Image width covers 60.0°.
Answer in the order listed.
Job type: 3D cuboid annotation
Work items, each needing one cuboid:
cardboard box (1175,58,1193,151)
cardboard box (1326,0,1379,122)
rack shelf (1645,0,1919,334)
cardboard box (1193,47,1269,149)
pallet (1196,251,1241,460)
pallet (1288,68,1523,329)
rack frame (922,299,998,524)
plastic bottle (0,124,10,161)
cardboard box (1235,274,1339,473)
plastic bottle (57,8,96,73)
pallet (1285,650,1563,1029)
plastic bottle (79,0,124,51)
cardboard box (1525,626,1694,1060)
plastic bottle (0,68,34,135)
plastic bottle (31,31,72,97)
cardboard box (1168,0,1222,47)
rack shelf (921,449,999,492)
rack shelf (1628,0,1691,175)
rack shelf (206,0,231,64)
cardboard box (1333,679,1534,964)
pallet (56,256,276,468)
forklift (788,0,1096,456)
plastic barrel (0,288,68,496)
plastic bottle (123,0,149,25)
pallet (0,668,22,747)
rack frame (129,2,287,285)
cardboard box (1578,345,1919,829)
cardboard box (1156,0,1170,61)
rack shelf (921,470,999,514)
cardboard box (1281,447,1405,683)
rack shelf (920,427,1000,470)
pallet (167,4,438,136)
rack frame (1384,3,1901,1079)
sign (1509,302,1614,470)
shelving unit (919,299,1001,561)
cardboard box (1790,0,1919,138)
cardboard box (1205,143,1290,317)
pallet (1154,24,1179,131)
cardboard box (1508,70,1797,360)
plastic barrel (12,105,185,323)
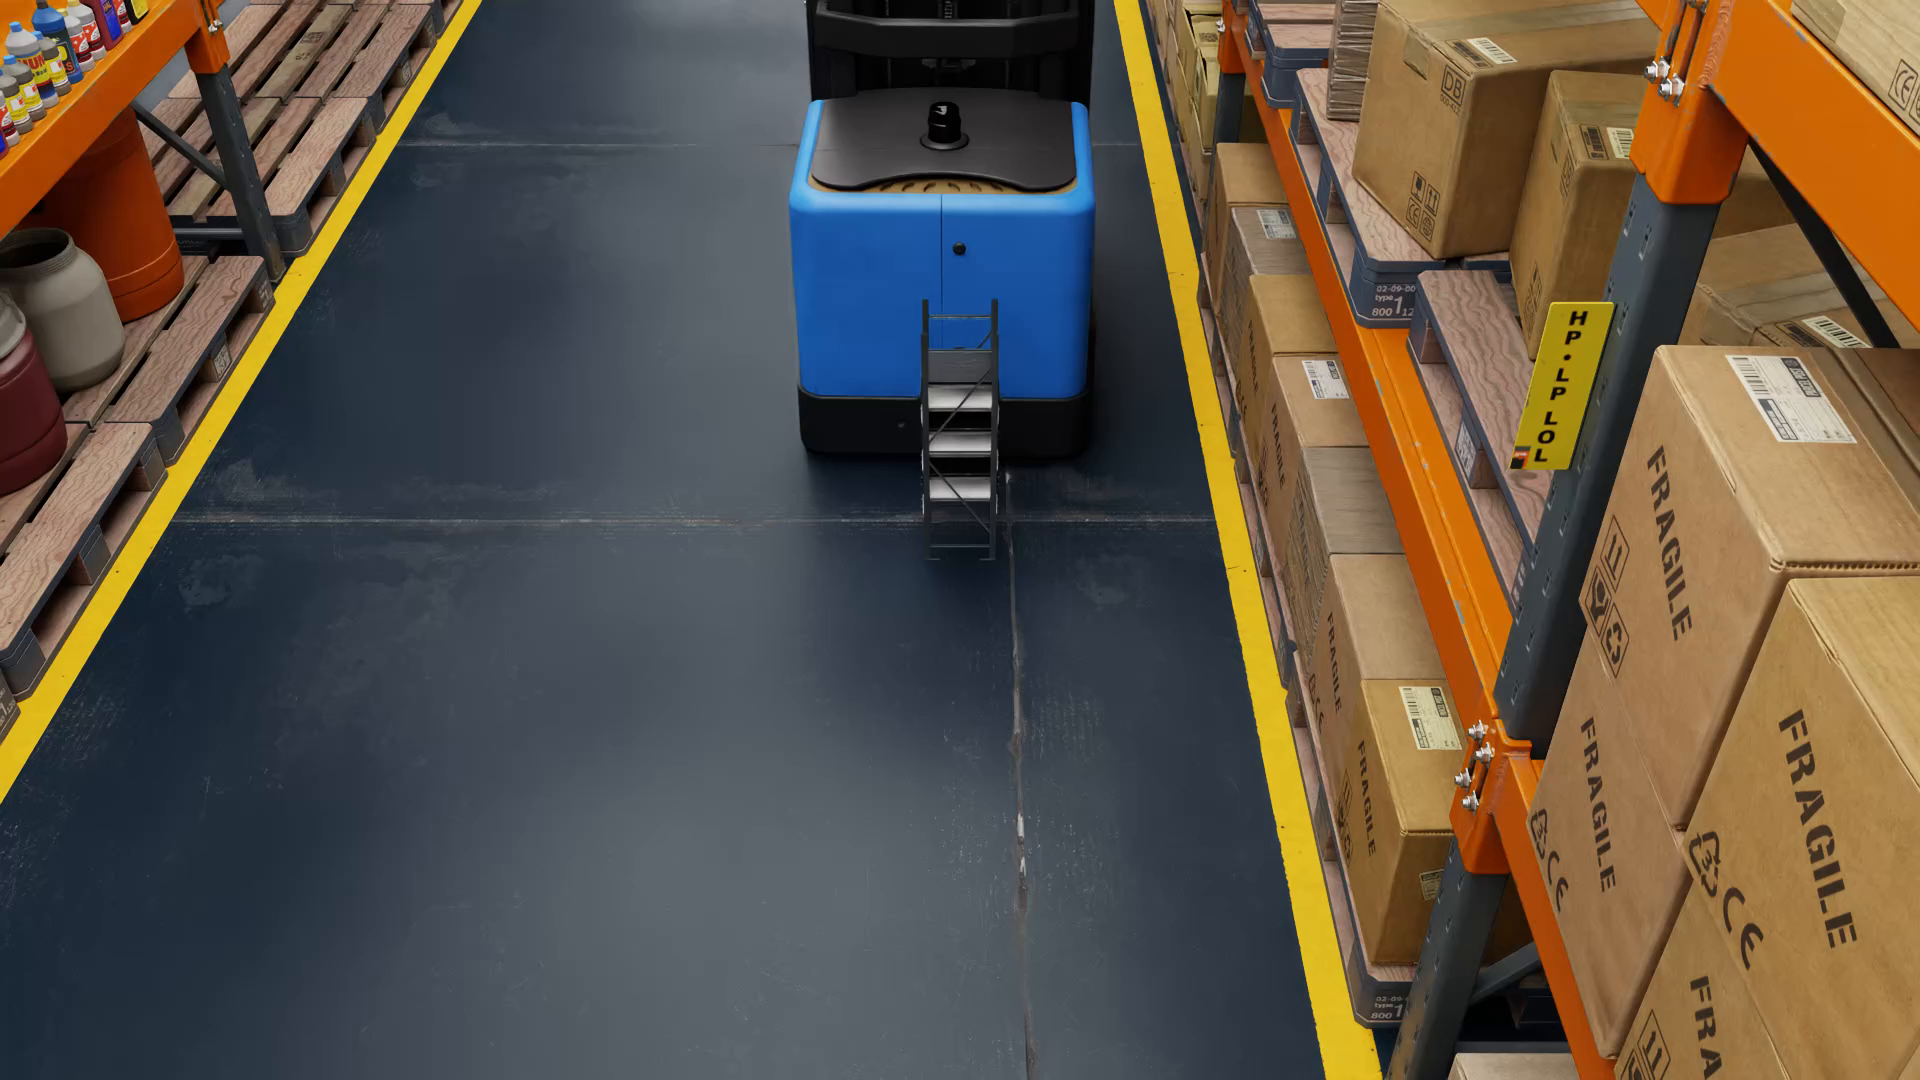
[{"bbox_3d":[1.289,-2.043,7.764,0.500,0.250,0.500,0,39,-1],"label":"cardboard box"},{"bbox_3d":[1.461,-1.538,4.855,0.700,0.500,0.500,7,39,8],"label":"cardboard box"},{"bbox_3d":[1.544,0.561,0.827,1.077,0.370,4.000,0,39,0],"label":"rack shelf"},{"bbox_3d":[1.290,-1.938,7.184,0.500,0.311,0.500,1,39,1],"label":"cardboard box"},{"bbox_3d":[1.500,-0.746,6.512,1.003,0.211,1.213,0,39,0],"label":"pallet"},{"bbox_3d":[1.544,-1.010,4.765,1.003,0.211,1.213,0,39,0],"label":"pallet"},{"bbox_3d":[0.000,-0.410,5.542,0.240,0.900,0.006,0,39,0],"label":"rack frame"},{"bbox_3d":[-2.988,-1.287,5.050,0.061,0.283,0.133,0,39,0],"label":"plastic bottle"},{"bbox_3d":[1.254,-0.571,5.711,0.500,0.500,0.500,-1,39,-1],"label":"cardboard box"},{"bbox_3d":[-3.007,-1.692,5.622,0.097,0.201,0.097,0,39,0],"label":"plastic bottle"},{"bbox_3d":[1.503,0.780,4.608,1.003,0.211,1.213,0,39,0],"label":"pallet"},{"bbox_3d":[-2.989,-1.857,5.762,0.061,0.283,0.133,0,39,0],"label":"plastic bottle"},{"bbox_3d":[1.270,0.480,2.672,0.500,0.500,0.500,1,39,1],"label":"cardboard box"},{"bbox_3d":[-3.006,-1.388,5.242,0.097,0.201,0.097,0,39,0],"label":"plastic bottle"},{"bbox_3d":[-3.007,-1.570,5.470,0.097,0.201,0.097,0,39,0],"label":"plastic bottle"},{"bbox_3d":[1.285,-2.579,7.984,0.500,0.311,0.500,0,39,0],"label":"cardboard box"},{"bbox_3d":[0.000,-0.250,5.539,0.258,0.077,0.200,0,39,0],"label":"rack shelf"},{"bbox_3d":[1.539,-1.940,3.949,1.077,0.370,4.000,0,39,0],"label":"rack shelf"},{"bbox_3d":[-3.418,-3.270,8.007,1.077,0.370,4.000,0,39,0],"label":"rack shelf"},{"bbox_3d":[1.255,0.696,4.130,0.500,0.500,0.500,0,39,0],"label":"cardboard box"},{"bbox_3d":[-3.374,-0.718,6.478,1.003,0.211,1.213,0,39,0],"label":"pallet"},{"bbox_3d":[-0.031,-2.344,6.331,1.130,2.935,3.031,1,39,1],"label":"forklift"},{"bbox_3d":[-3.397,-0.510,5.581,0.600,0.588,0.708,0,39,0],"label":"plastic barrel"},{"bbox_3d":[-2.989,-2.001,5.942,0.061,0.283,0.133,0,39,0],"label":"plastic bottle"},{"bbox_3d":[-3.371,0.807,4.574,1.003,0.211,1.213,0,39,0],"label":"pallet"},{"bbox_3d":[-3.416,-2.300,6.221,1.000,3.000,0.127,0,39,0],"label":"rack frame"},{"bbox_3d":[1.261,0.066,2.389,0.500,0.500,0.500,1,39,1],"label":"cardboard box"},{"bbox_3d":[1.288,-2.679,8.557,0.500,0.250,0.500,1,39,1],"label":"cardboard box"},{"bbox_3d":[0.000,-0.180,5.596,0.258,0.077,0.200,0,39,0],"label":"rack shelf"},{"bbox_3d":[1.262,0.073,4.907,0.500,0.500,0.500,0,39,1],"label":"cardboard box"},{"bbox_3d":[0.000,-0.320,5.483,0.258,0.077,0.200,0,39,0],"label":"rack shelf"},{"bbox_3d":[-3.377,-2.457,8.647,1.003,0.211,1.213,0,39,0],"label":"pallet"},{"bbox_3d":[1.545,0.201,3.101,0.949,2.616,0.053,0,39,0],"label":"rack frame"},{"bbox_3d":[0.987,-0.249,2.736,0.100,0.325,0.005,0,39,0],"label":"sign"},{"bbox_3d":[0.000,-0.346,5.462,0.258,0.900,0.210,0,39,0],"label":"shelving unit"},{"bbox_3d":[1.295,-0.607,1.830,0.500,0.250,0.500,0,39,0],"label":"cardboard box"},{"bbox_3d":[1.252,-1.212,6.511,0.500,0.500,0.500,2,39,2],"label":"cardboard box"},{"bbox_3d":[1.577,-2.489,8.687,1.003,0.211,1.213,0,39,0],"label":"pallet"},{"bbox_3d":[1.701,-0.729,3.845,0.700,0.500,0.500,6,39,7],"label":"cardboard box"},{"bbox_3d":[-3.399,-1.311,6.387,0.600,0.830,0.708,0,39,0],"label":"plastic barrel"}]
